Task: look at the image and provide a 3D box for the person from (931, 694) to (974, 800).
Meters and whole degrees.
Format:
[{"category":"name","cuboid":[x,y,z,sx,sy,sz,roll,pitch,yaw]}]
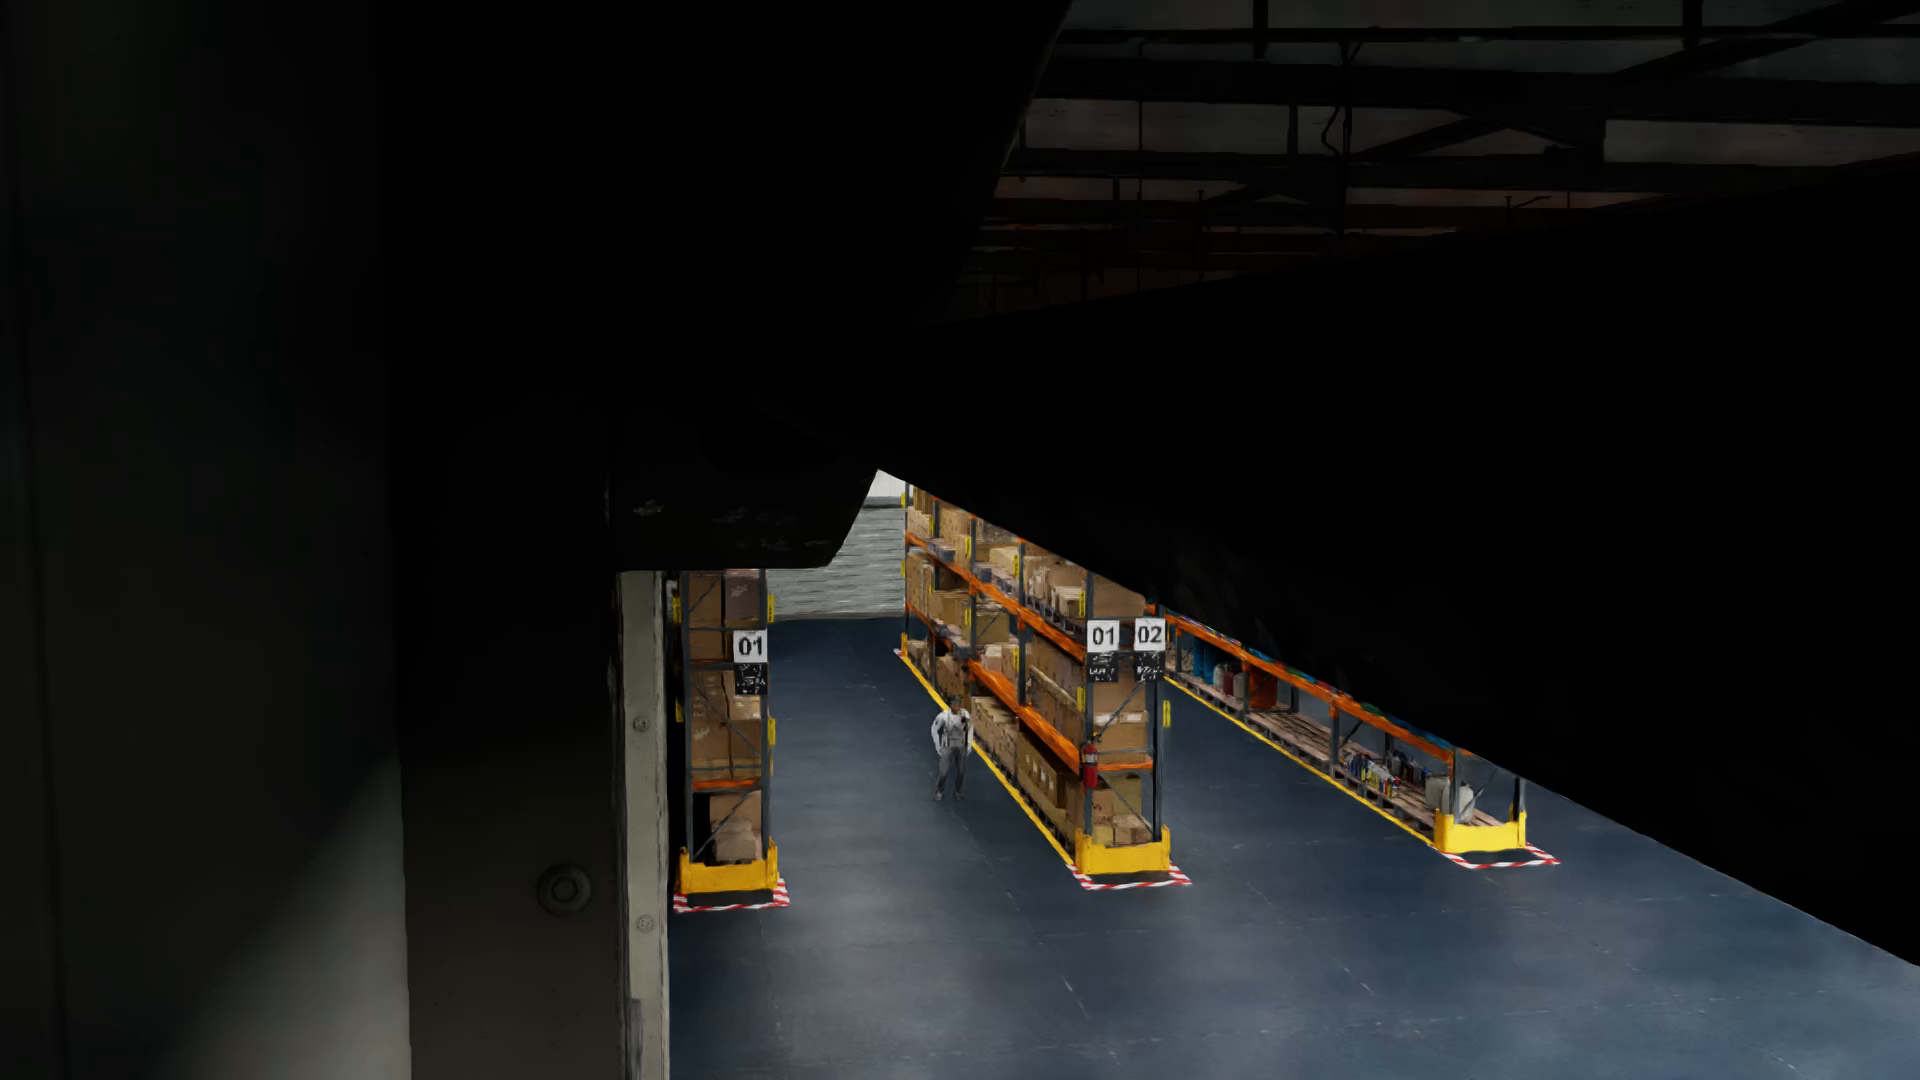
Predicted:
[{"category":"person","cuboid":[-0.118,3.014,24.281,0.610,1.628,0.506,-1,6,-12]}]
